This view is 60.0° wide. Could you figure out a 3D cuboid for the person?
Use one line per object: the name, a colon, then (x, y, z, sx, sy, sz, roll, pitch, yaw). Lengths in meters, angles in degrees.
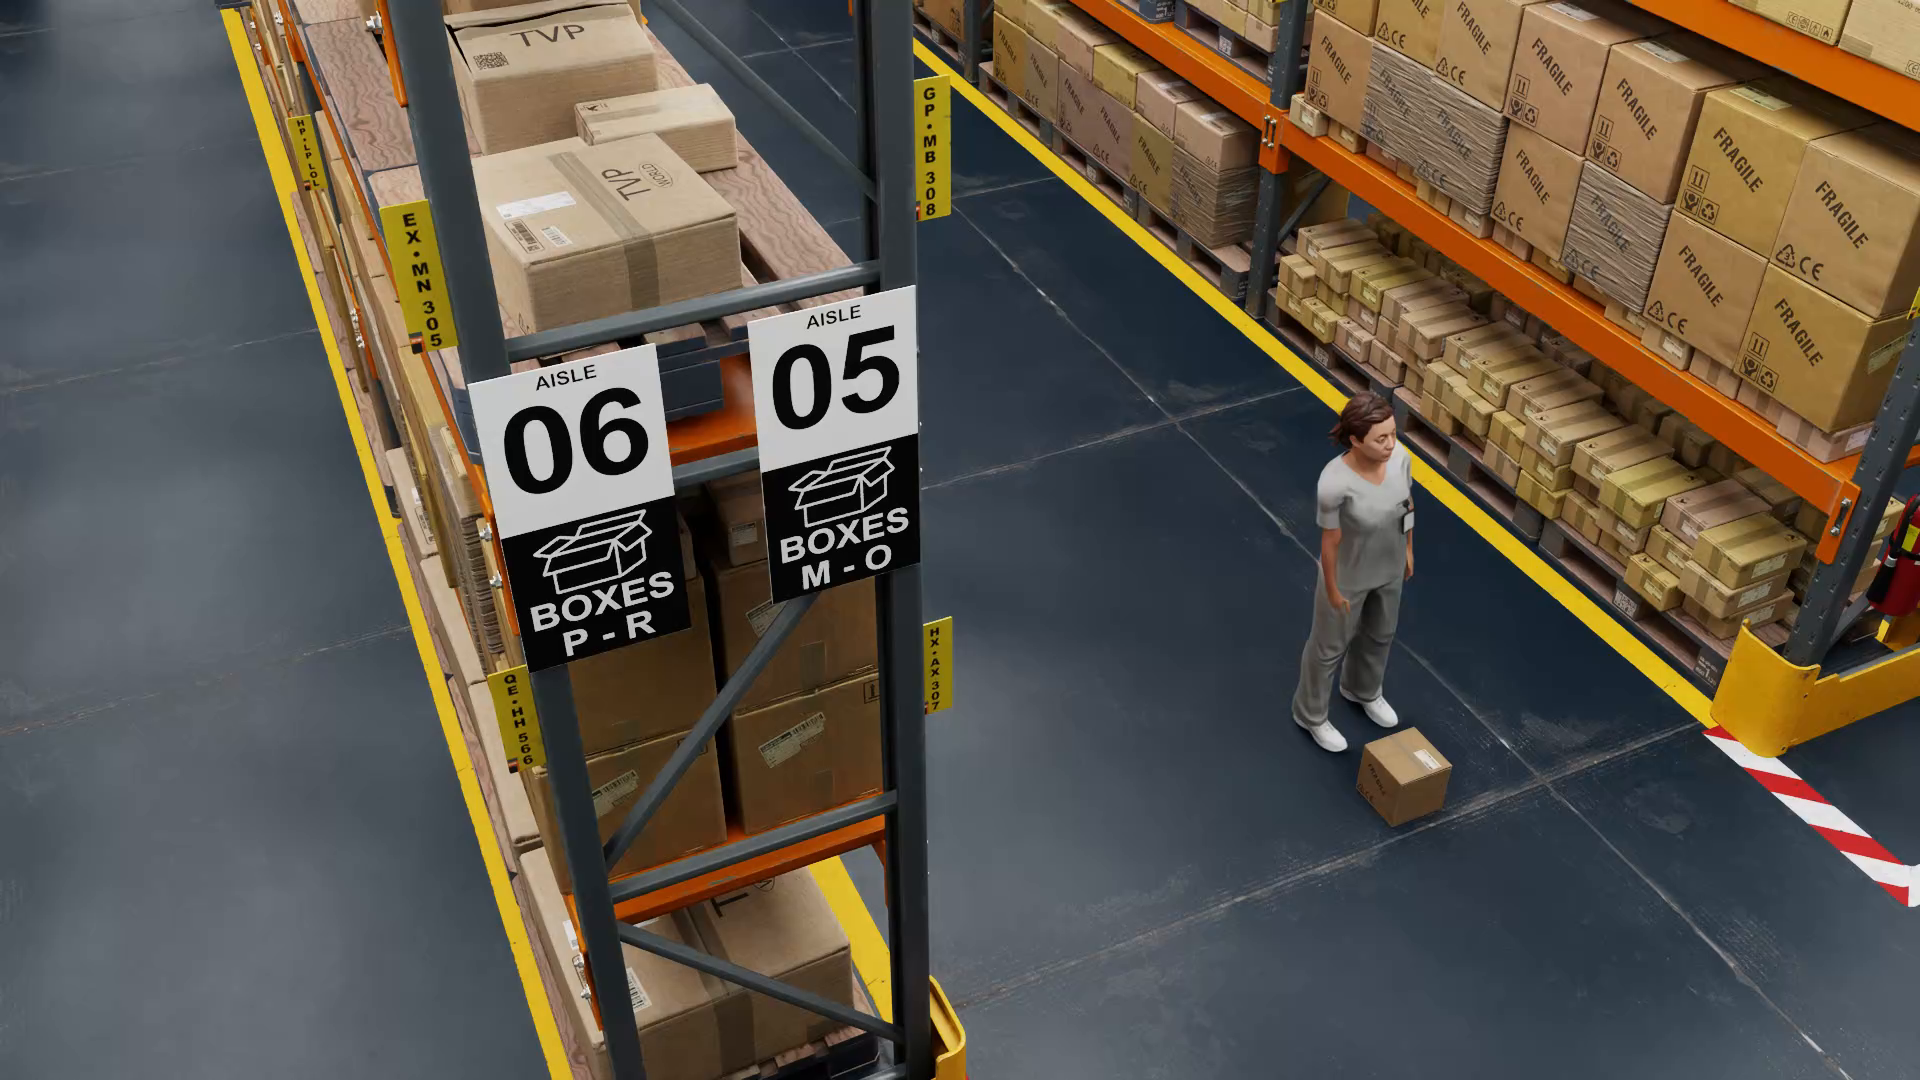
person: (1.618, 0.129, 6.682, 0.517, 1.674, 0.365, -15, 40, -18)
